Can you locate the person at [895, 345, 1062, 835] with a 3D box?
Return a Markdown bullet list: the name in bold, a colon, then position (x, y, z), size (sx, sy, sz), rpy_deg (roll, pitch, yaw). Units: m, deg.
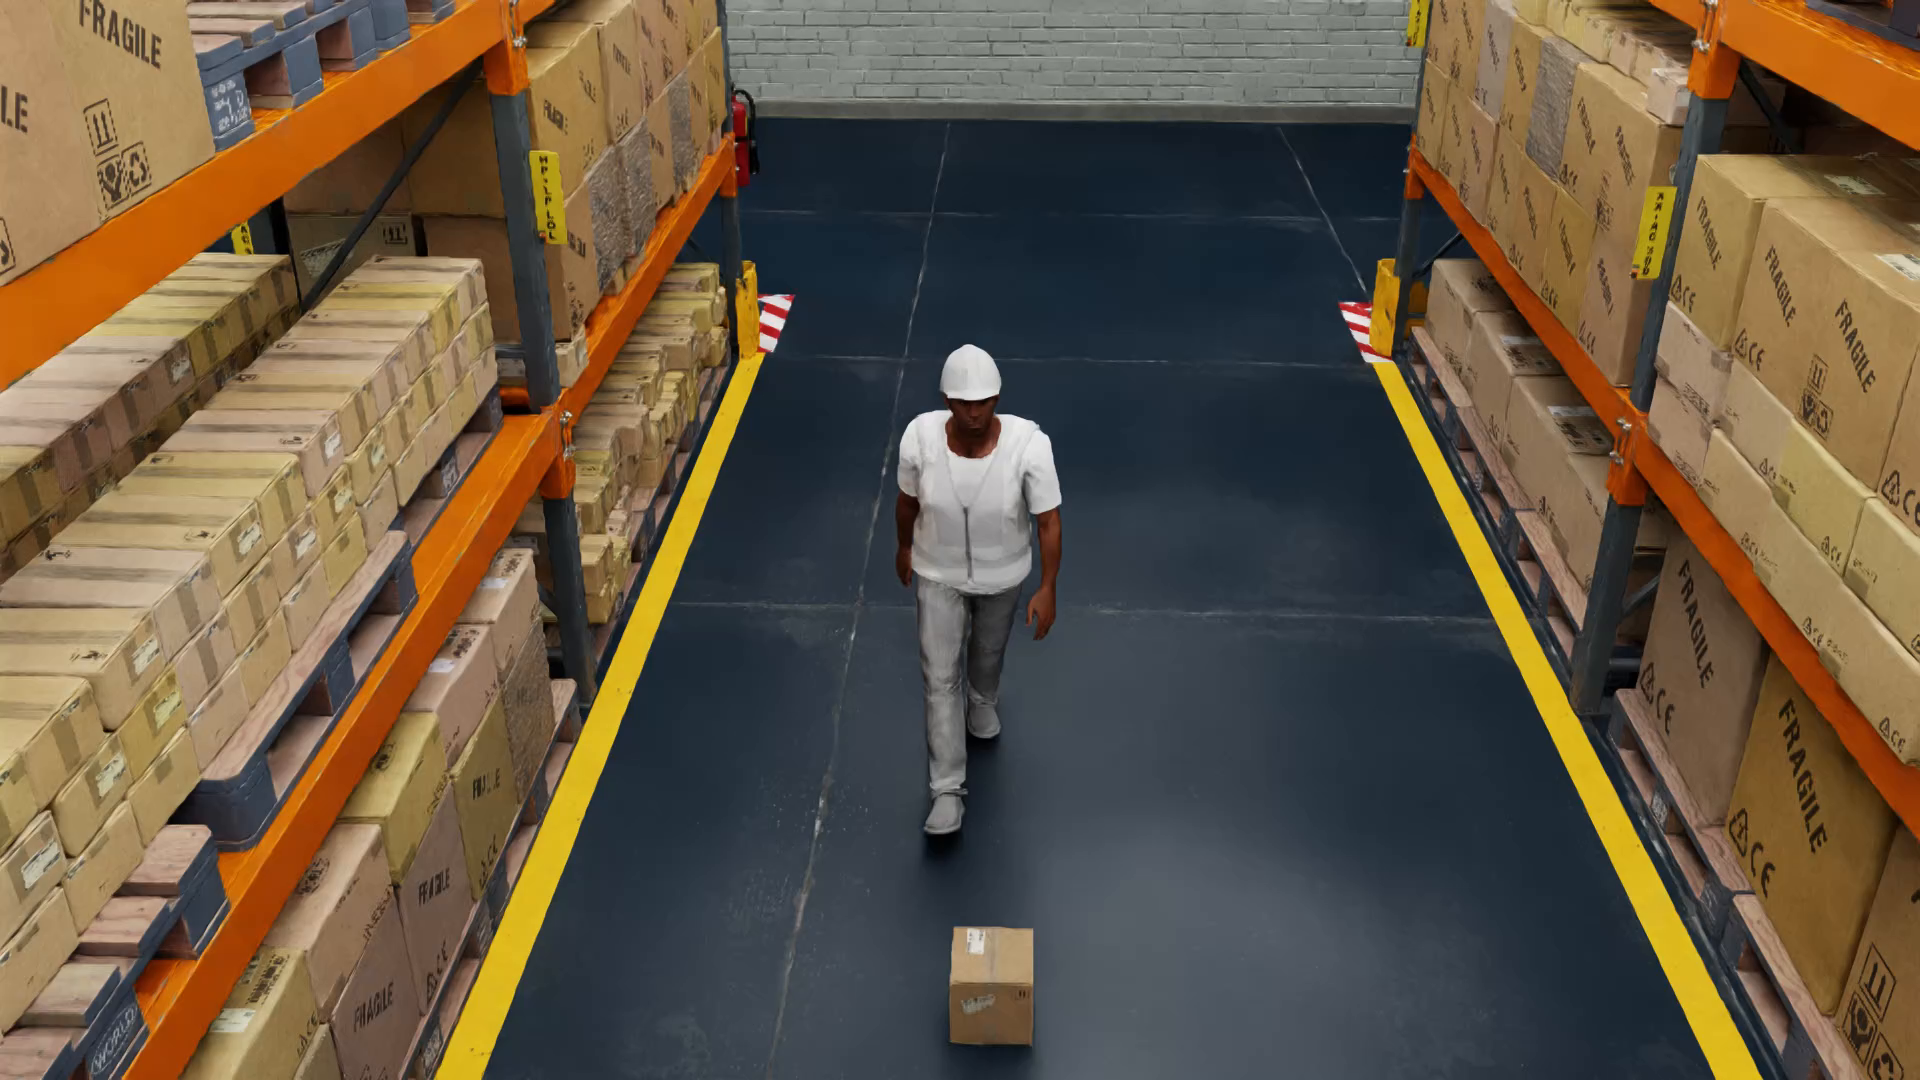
- **person**: position (0.057, 0.127, 5.864), size (0.596, 1.710, 1.010), rpy_deg (0, 28, 0)
